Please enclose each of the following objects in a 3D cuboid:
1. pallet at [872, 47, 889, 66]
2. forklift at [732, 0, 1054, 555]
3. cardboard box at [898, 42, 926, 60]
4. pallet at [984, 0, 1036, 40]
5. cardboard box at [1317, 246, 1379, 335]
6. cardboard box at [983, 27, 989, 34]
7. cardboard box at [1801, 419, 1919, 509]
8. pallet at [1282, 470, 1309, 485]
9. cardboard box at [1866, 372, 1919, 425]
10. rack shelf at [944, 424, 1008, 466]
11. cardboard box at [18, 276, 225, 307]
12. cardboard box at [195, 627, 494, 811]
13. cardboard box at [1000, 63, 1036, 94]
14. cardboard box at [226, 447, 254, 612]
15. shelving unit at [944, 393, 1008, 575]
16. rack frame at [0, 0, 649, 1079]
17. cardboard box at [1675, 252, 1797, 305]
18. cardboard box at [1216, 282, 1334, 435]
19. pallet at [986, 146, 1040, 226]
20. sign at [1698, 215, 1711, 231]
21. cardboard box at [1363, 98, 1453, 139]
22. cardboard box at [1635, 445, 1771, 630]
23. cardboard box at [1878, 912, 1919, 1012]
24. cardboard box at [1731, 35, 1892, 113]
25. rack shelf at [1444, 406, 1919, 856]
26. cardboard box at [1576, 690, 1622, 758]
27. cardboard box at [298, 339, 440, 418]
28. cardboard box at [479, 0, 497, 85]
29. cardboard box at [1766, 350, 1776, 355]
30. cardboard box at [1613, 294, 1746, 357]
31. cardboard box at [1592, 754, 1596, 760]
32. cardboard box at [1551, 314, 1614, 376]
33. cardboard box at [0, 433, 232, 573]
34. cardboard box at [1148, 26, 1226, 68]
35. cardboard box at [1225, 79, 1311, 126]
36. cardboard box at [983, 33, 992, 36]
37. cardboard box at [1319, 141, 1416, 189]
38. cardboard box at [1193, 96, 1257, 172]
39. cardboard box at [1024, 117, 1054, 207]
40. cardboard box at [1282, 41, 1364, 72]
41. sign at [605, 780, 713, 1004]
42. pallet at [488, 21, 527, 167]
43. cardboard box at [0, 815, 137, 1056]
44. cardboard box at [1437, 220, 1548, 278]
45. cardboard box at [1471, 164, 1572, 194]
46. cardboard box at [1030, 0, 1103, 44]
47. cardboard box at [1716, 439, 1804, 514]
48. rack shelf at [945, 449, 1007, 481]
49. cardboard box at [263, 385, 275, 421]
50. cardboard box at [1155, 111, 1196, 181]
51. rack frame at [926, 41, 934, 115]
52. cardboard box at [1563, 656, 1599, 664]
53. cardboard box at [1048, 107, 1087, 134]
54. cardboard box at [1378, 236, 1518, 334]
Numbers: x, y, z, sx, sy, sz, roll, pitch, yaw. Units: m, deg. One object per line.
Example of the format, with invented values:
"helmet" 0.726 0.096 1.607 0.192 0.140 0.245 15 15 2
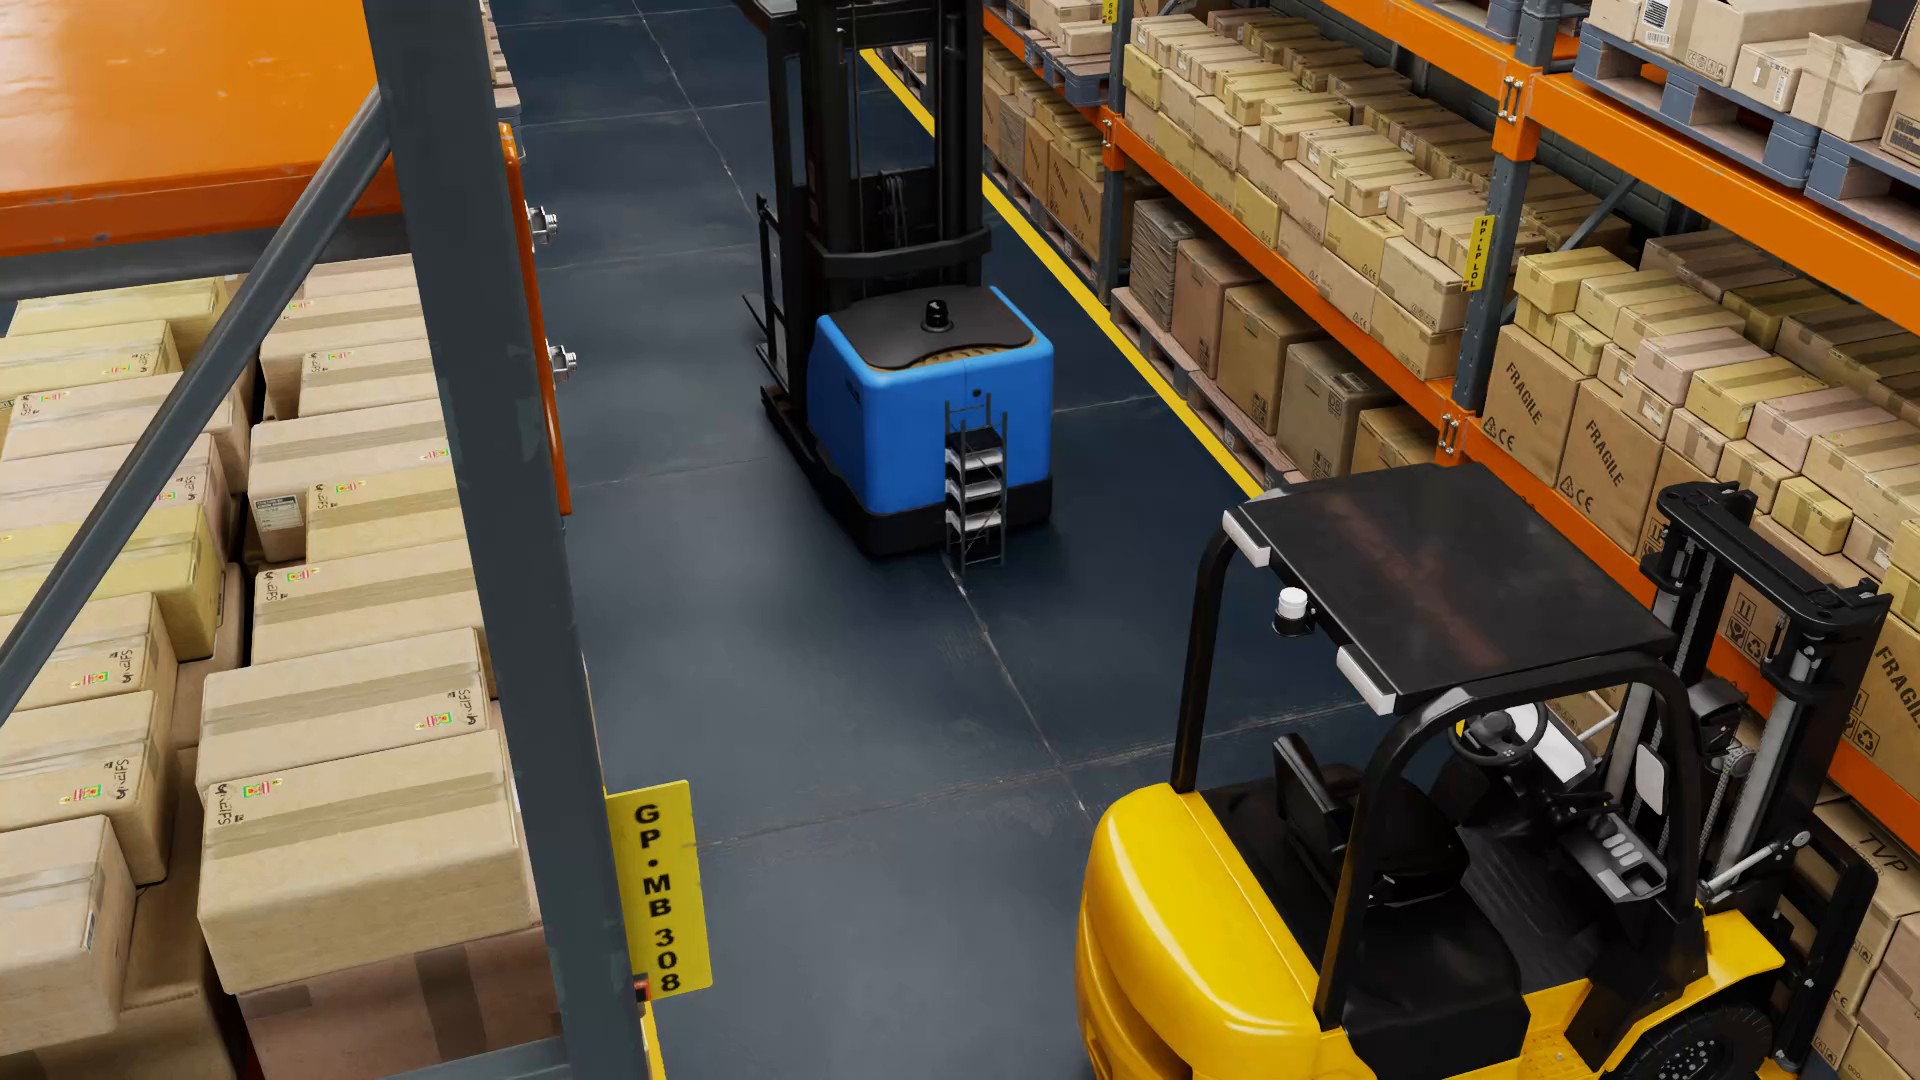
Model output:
"pallet" -0.381 -4.861 15.915 1.003 0.211 1.213 -10 35 -15
"forklift" -0.534 -1.952 9.045 1.130 2.935 3.031 -13 35 -18
"cardboard box" -0.355 -4.487 14.919 0.396 0.266 0.258 -9 34 -13
"pallet" 0.826 -3.862 12.048 1.003 0.211 1.213 -10 35 -15
"cardboard box" 2.082 -1.243 8.046 0.500 0.250 0.500 -10 35 -15
"cardboard box" 0.184 -4.188 13.395 0.380 0.149 0.250 -12 35 -17
"cardboard box" 3.020 -0.250 5.459 0.380 0.149 0.250 -10 35 -15
"pallet" 2.382 -0.039 8.617 1.003 0.211 1.213 -10 35 -15
"cardboard box" 3.389 -0.464 5.782 0.380 0.149 0.250 -10 35 -15
"rack shelf" 0.079 -0.472 8.218 0.258 0.077 0.200 -13 35 -18
"cardboard box" -1.848 -0.570 3.675 0.380 0.149 0.250 -11 35 -15
"cardboard box" -0.868 0.285 2.381 0.380 0.149 0.250 -10 35 -15
"cardboard box" 0.517 -3.517 12.649 0.380 0.149 0.250 -9 34 -13
"cardboard box" -1.590 0.043 3.110 0.500 0.250 0.500 -9 35 -13
"shelving unit" 0.079 -0.274 8.349 0.258 0.900 0.210 -13 35 -18
"rack frame" -0.859 -0.388 1.175 0.949 2.616 0.053 -10 35 -15
"cardboard box" 3.066 -1.003 6.598 0.380 0.149 0.250 -11 35 -16
"cardboard box" 2.013 -1.081 9.439 0.875 0.625 0.625 -11 35 -17
"pallet" 0.863 -2.796 12.790 1.003 0.211 1.213 -10 35 -15
"sign" 3.172 -1.310 7.155 0.100 0.325 0.005 -10 35 -15
"cardboard box" 2.320 -2.163 8.623 0.380 0.149 0.250 -10 35 -14
"cardboard box" 2.861 -0.050 6.015 0.500 0.500 0.500 -10 35 -15
"cardboard box" 3.265 1.377 5.152 0.500 0.250 0.500 -9 35 -14
"cardboard box" 2.726 -1.495 5.327 0.380 0.149 0.250 -9 35 -13
"rack shelf" 3.254 0.528 5.882 1.077 0.370 4.000 -10 35 -15
"cardboard box" 2.795 0.777 6.512 0.500 0.250 0.500 -10 35 -15
"cardboard box" -1.060 -0.266 3.215 0.380 0.149 0.250 -9 35 -13
"cardboard box" -1.879 -1.723 5.672 0.500 0.250 0.500 -11 35 -16
"cardboard box" 3.169 -0.743 6.474 0.380 0.149 0.250 -9 35 -14
"cardboard box" 2.711 -0.787 6.271 0.380 0.149 0.250 -11 35 -16
"cardboard box" 2.817 0.991 6.643 0.500 0.250 0.500 -9 35 -14
"cardboard box" 2.571 -0.787 6.541 0.380 0.149 0.250 -9 35 -14
"cardboard box" -1.480 -0.036 2.868 0.380 0.149 0.250 -10 35 -15
"cardboard box" 1.323 -2.877 9.705 0.380 0.149 0.250 -9 35 -14
"cardboard box" 1.644 -2.341 8.894 0.380 0.149 0.250 -9 35 -14
"cardboard box" 0.218 -4.059 13.471 0.380 0.149 0.250 -11 35 -16
"cardboard box" 1.981 -1.810 8.089 0.380 0.149 0.250 -11 35 -16
"cardboard box" 1.620 -2.253 9.121 0.500 0.250 0.500 -11 35 -16
"cardboard box" 0.785 -2.779 12.121 0.500 0.500 0.500 -9 34 -13
"cardboard box" 2.064 -2.716 9.460 0.380 0.149 0.250 -11 35 -16
"sign" -0.345 0.408 1.899 0.100 0.325 0.005 -10 35 -15
"pallet" -2.169 -1.500 5.749 1.213 0.211 1.003 -10 35 -15
"cardboard box" -1.246 0.508 2.044 0.380 0.149 0.250 -10 35 -14
"cardboard box" 2.328 -1.276 7.281 0.380 0.149 0.250 -9 34 -13
"cardboard box" 2.634 -1.636 7.825 0.380 0.149 0.250 -10 35 -15
"cardboard box" 0.794 -3.534 11.132 0.500 0.250 0.500 -12 35 -17
"cardboard box" 2.854 -0.246 5.722 0.380 0.149 0.250 -11 35 -16
"rack shelf" 0.079 -0.397 8.268 0.258 0.077 0.200 -13 35 -18
"cardboard box" -1.225 -0.312 3.647 0.500 0.250 0.500 -9 35 -14
"cardboard box" 1.475 -2.320 9.677 0.500 0.250 0.500 -11 35 -16
"rack frame" 0.203 -5.022 13.629 1.000 3.000 0.127 -10 35 -15
"cardboard box" 2.639 0.310 6.766 0.500 0.250 0.500 -10 35 -15
"cardboard box" 0.843 -2.972 11.824 0.380 0.149 0.250 -9 35 -13
"cardboard box" 2.250 -1.183 7.501 0.500 0.250 0.500 -11 35 -16
